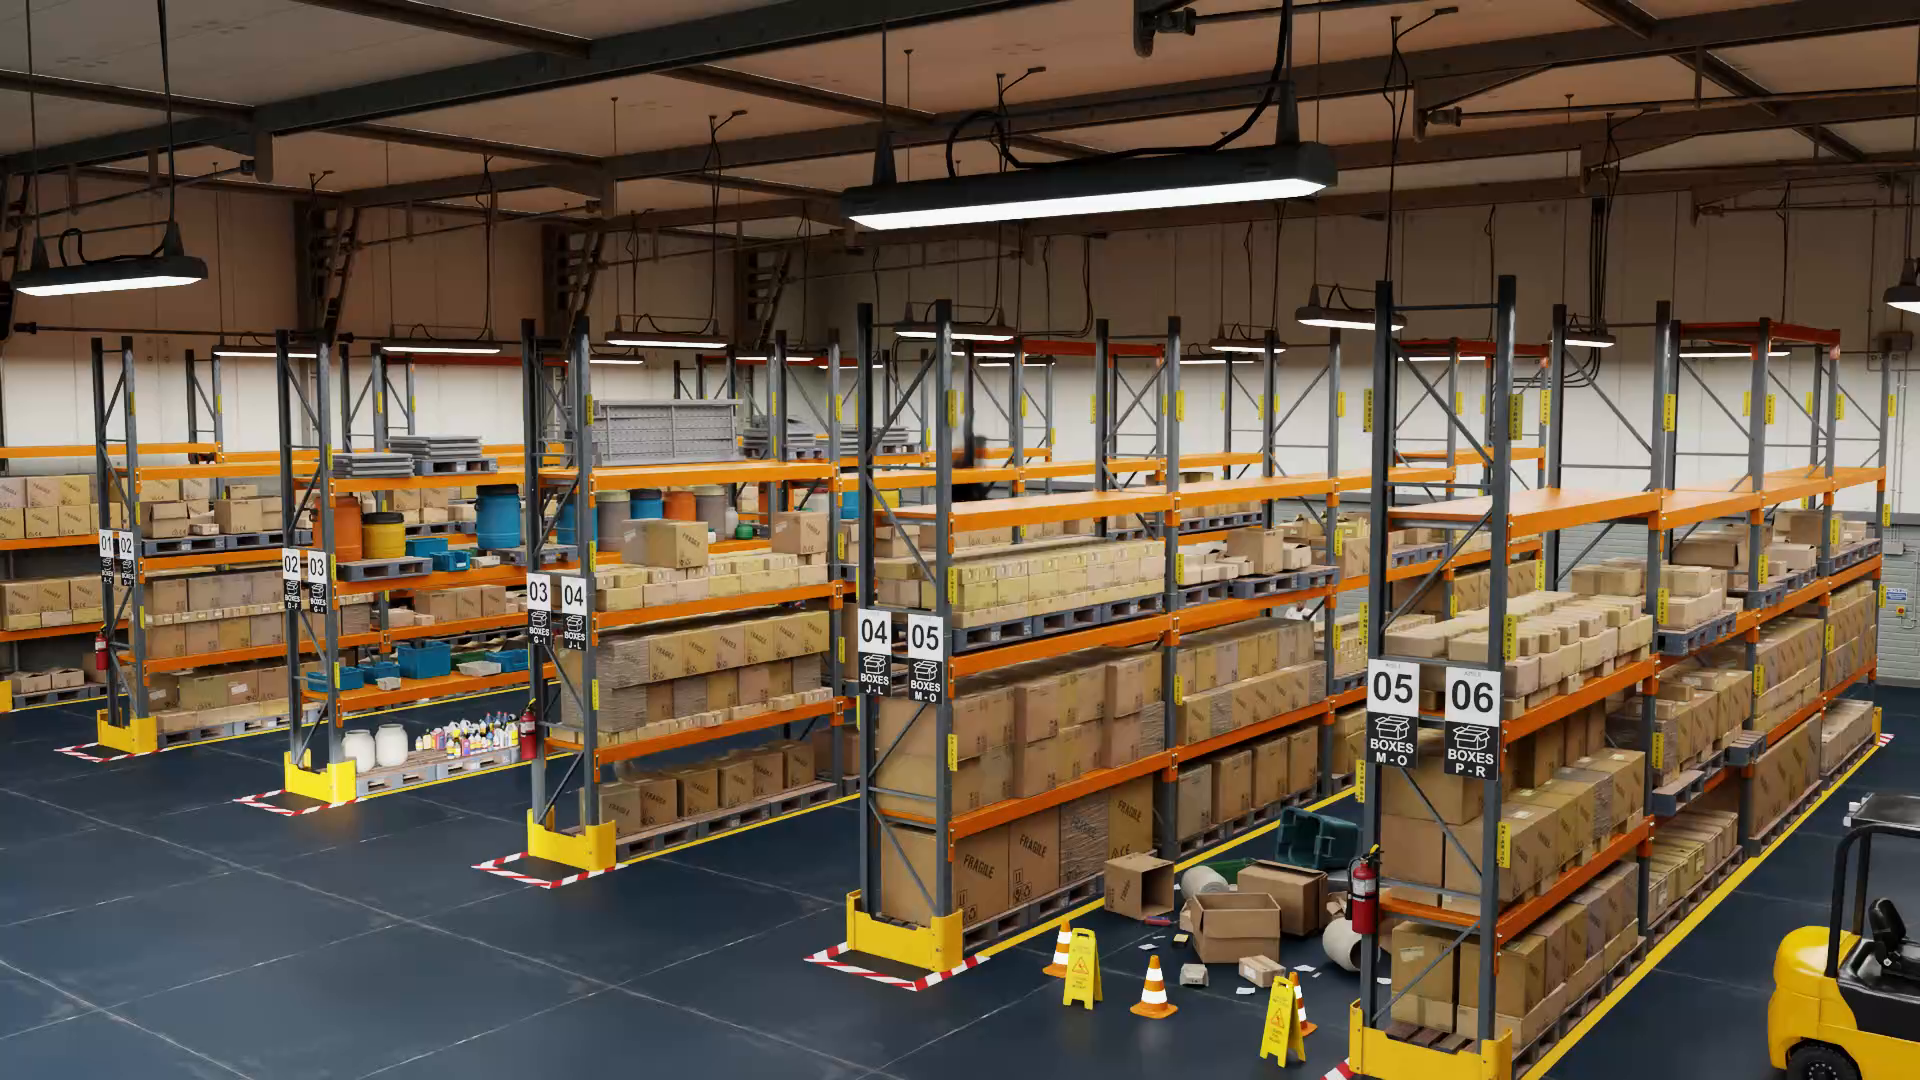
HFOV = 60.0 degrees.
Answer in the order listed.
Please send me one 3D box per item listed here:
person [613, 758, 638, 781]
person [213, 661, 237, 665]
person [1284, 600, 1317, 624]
[{"bbox_3d":[-4.208,2.503,20.840,0.640,1.795,0.754,4,6,35],"label":"person"},{"bbox_3d":[-12.036,1.943,27.355,0.670,1.704,0.687,3,6,34],"label":"person"},{"bbox_3d":[5.841,1.794,28.761,0.635,1.784,0.685,2,5,24],"label":"person"}]
